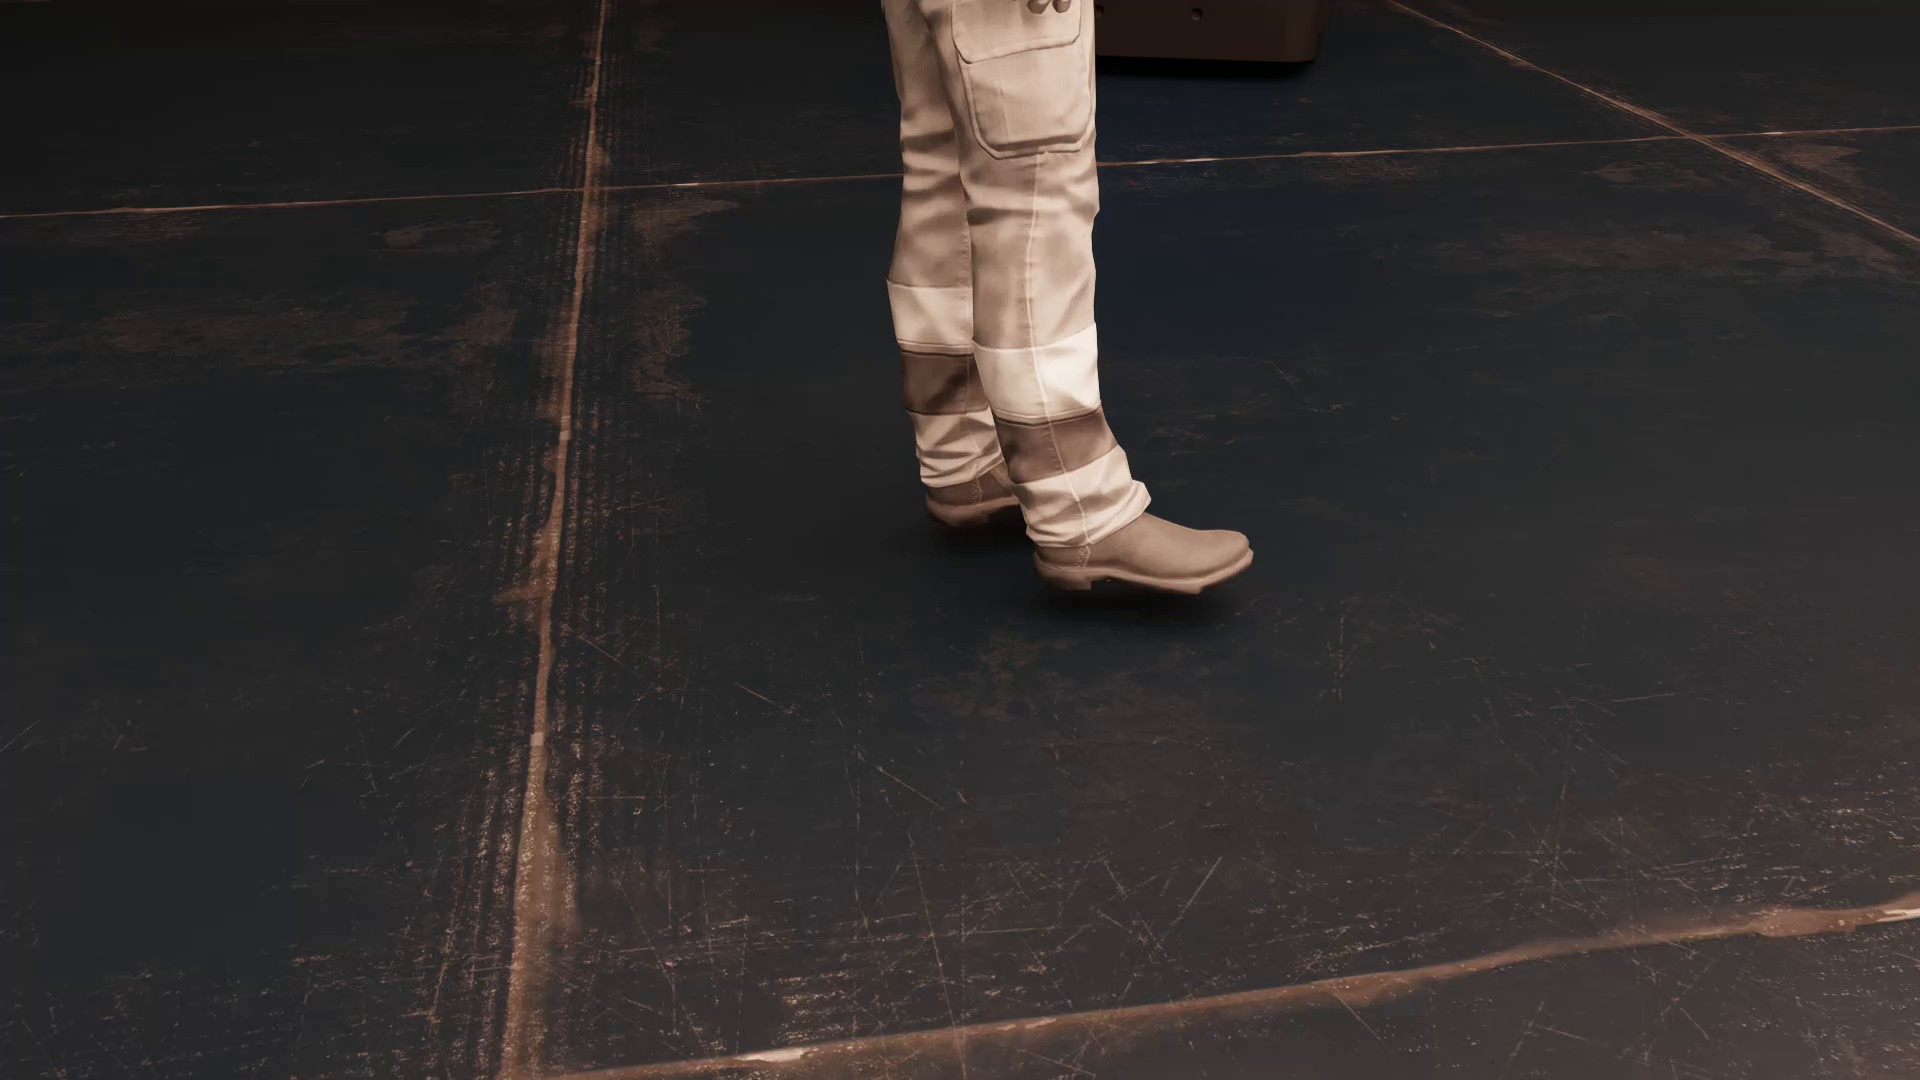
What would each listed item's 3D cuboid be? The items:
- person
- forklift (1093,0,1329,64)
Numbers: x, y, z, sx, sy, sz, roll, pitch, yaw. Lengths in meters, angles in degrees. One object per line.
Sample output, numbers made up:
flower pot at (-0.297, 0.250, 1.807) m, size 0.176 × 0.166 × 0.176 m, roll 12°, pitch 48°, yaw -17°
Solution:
person at (0.082, -0.833, 2.060) m, size 0.561 × 1.789 × 0.637 m, roll -5°, pitch 28°, yaw -9°
forklift at (0.827, -3.431, 5.840) m, size 1.130 × 2.935 × 3.031 m, roll 5°, pitch 28°, yaw 8°
